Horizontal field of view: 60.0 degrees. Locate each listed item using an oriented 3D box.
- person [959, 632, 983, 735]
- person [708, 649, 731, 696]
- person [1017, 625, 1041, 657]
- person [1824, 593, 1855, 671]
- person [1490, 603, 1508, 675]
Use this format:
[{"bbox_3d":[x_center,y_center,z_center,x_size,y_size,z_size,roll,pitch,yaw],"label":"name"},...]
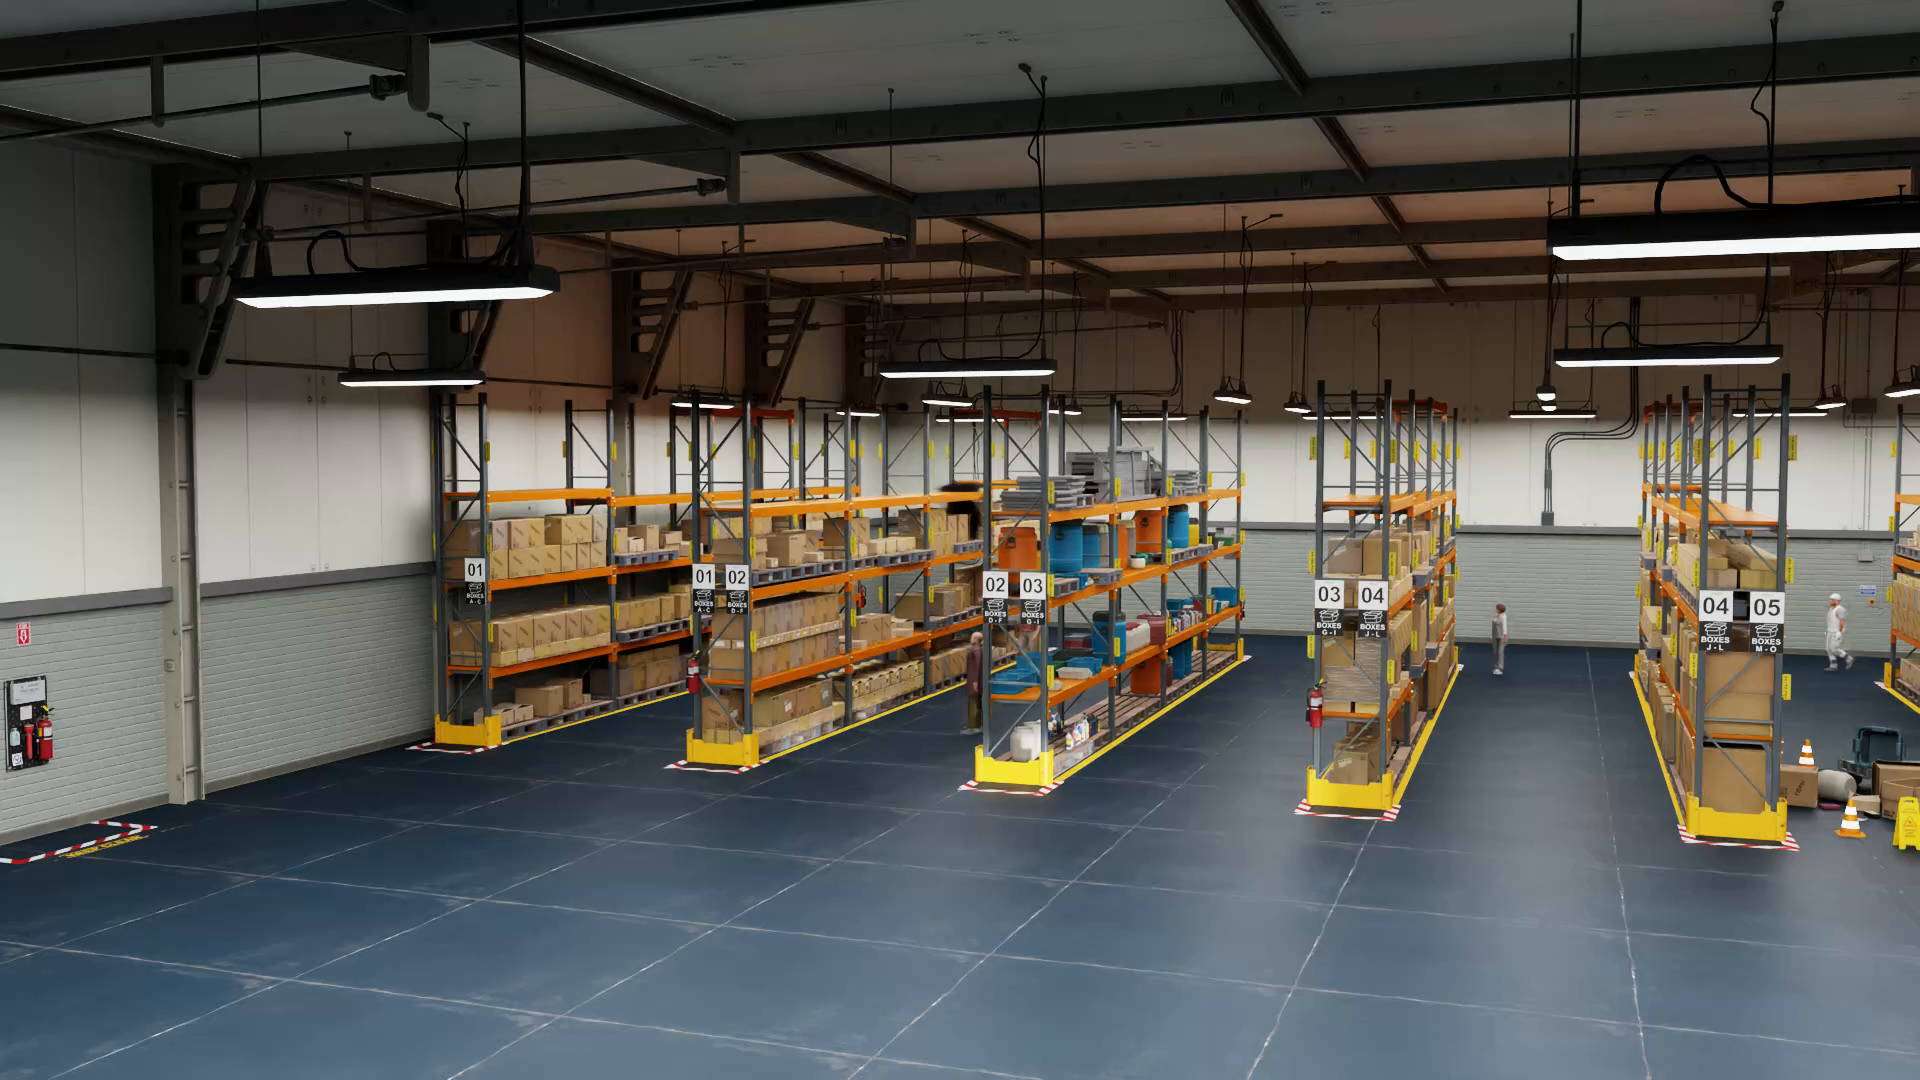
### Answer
[{"bbox_3d":[0.225,2.536,29.642,0.422,1.802,0.624,0,3,7],"label":"person"},{"bbox_3d":[-4.353,2.530,30.204,0.408,1.817,0.601,1,3,24],"label":"person"},{"bbox_3d":[1.536,2.132,37.106,0.659,1.720,0.626,1,3,26],"label":"person"},{"bbox_3d":[19.902,2.096,37.648,0.581,1.771,0.531,0,3,3],"label":"person"},{"bbox_3d":[12.073,2.217,37.390,0.554,1.595,0.436,-2,4,-33],"label":"person"}]
